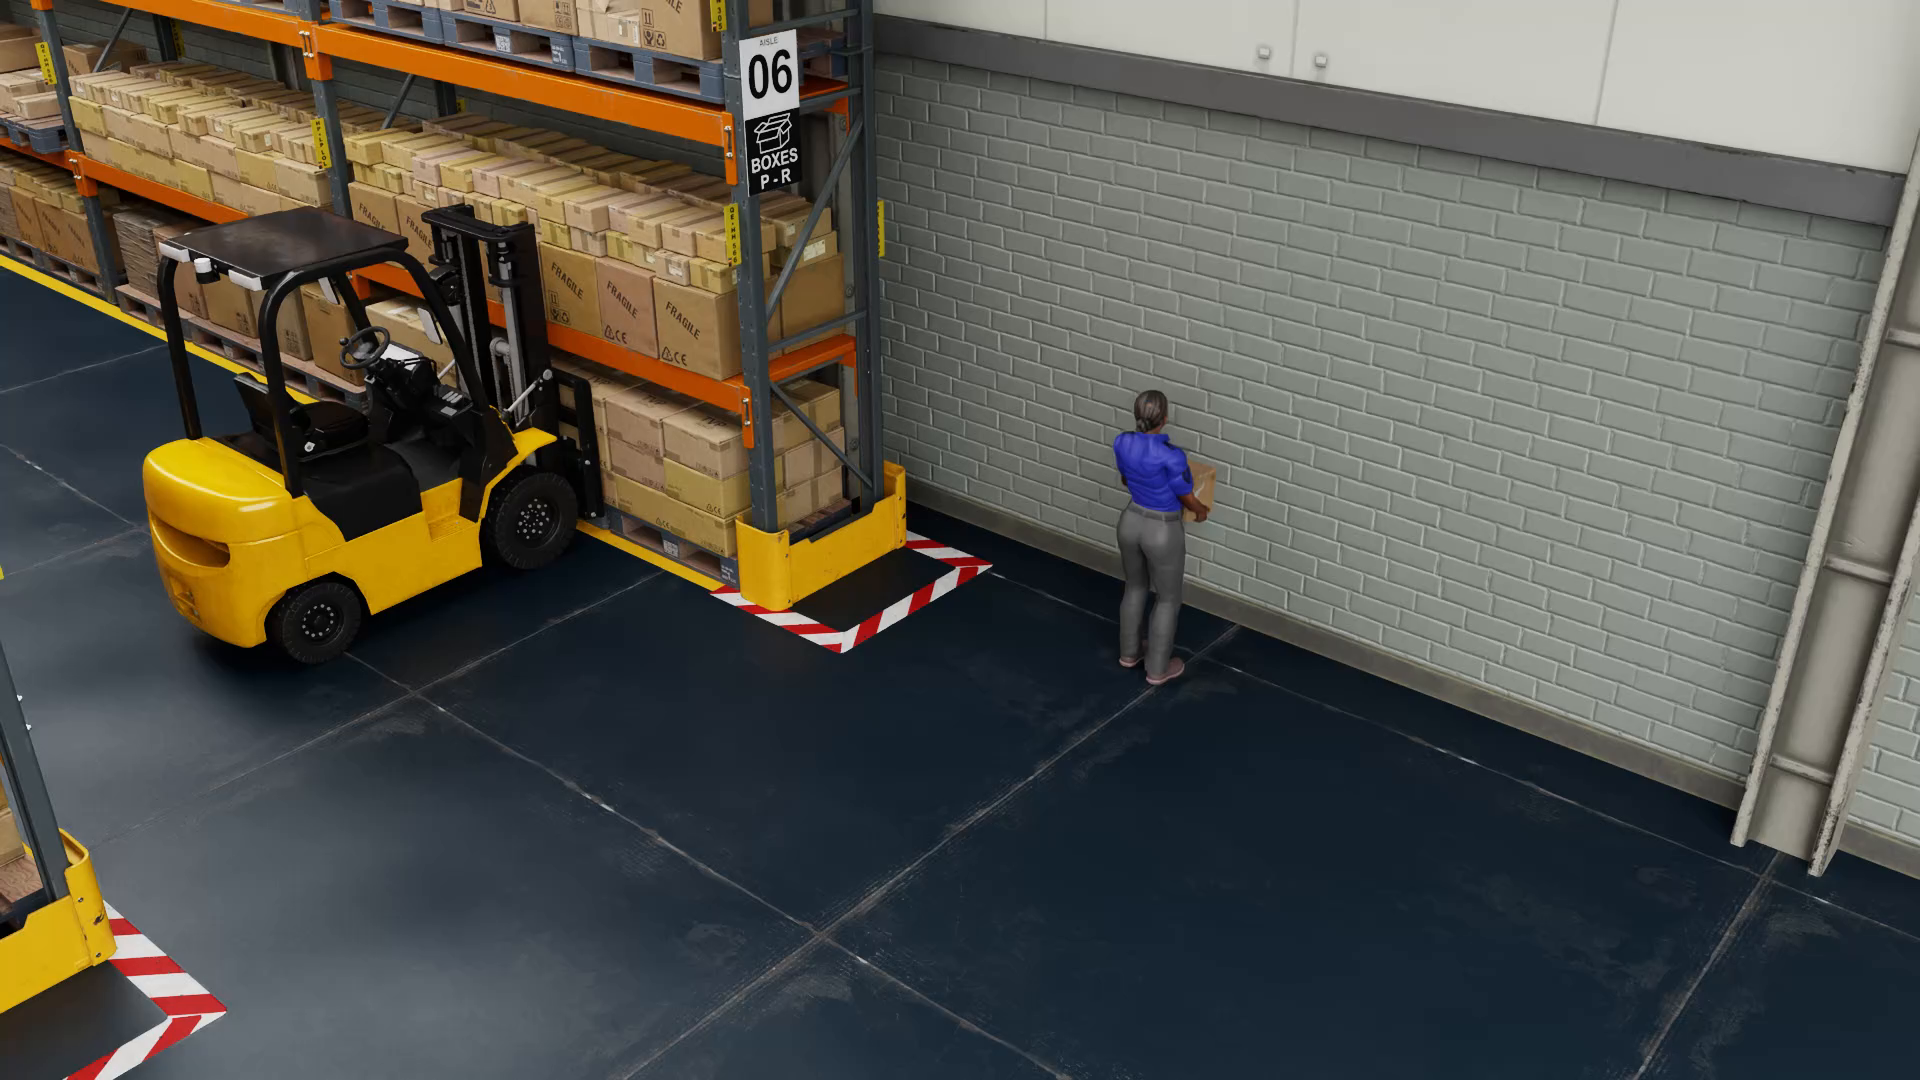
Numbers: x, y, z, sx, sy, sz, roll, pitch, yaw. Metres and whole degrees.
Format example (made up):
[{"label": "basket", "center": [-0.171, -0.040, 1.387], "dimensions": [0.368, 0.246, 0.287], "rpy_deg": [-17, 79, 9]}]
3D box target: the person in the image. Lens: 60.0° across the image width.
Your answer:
[{"label": "person", "center": [1.046, -0.049, 8.731], "dimensions": [0.450, 1.646, 0.517], "rpy_deg": [21, 34, 35]}]
